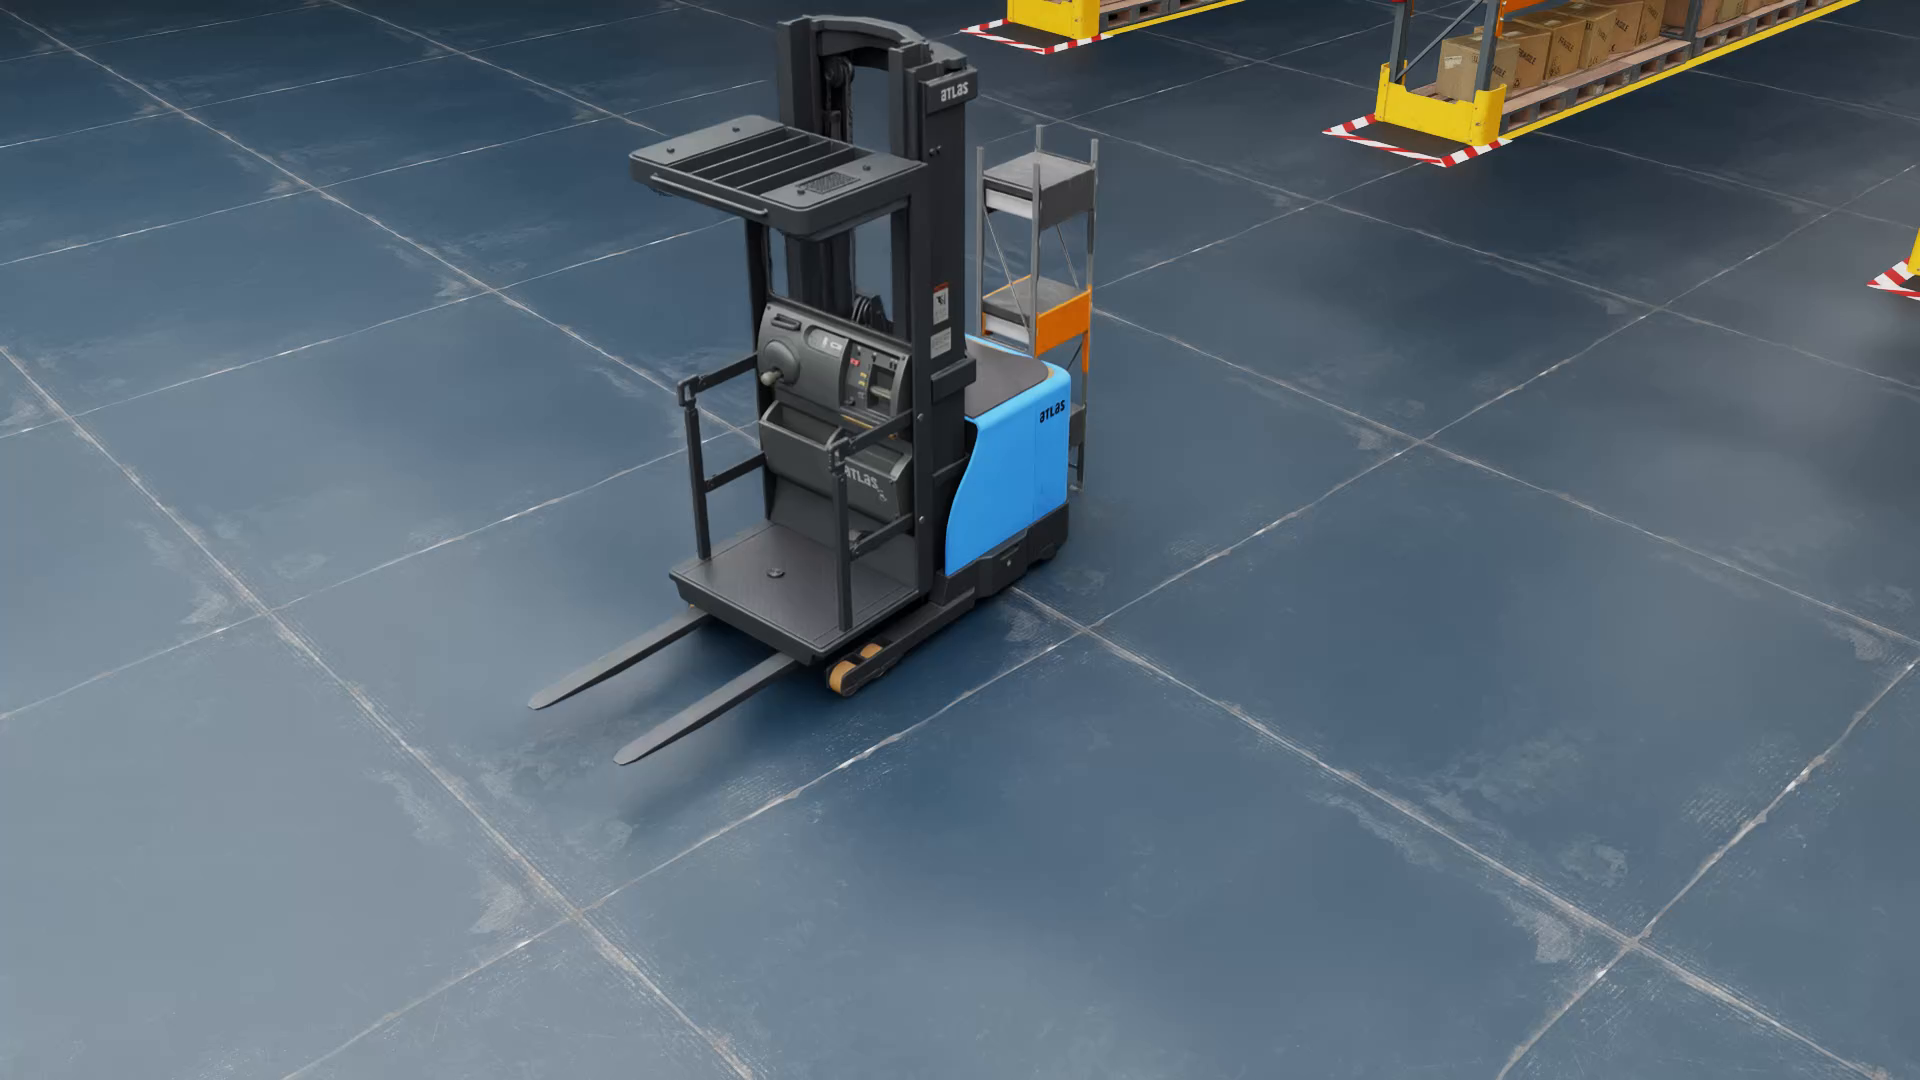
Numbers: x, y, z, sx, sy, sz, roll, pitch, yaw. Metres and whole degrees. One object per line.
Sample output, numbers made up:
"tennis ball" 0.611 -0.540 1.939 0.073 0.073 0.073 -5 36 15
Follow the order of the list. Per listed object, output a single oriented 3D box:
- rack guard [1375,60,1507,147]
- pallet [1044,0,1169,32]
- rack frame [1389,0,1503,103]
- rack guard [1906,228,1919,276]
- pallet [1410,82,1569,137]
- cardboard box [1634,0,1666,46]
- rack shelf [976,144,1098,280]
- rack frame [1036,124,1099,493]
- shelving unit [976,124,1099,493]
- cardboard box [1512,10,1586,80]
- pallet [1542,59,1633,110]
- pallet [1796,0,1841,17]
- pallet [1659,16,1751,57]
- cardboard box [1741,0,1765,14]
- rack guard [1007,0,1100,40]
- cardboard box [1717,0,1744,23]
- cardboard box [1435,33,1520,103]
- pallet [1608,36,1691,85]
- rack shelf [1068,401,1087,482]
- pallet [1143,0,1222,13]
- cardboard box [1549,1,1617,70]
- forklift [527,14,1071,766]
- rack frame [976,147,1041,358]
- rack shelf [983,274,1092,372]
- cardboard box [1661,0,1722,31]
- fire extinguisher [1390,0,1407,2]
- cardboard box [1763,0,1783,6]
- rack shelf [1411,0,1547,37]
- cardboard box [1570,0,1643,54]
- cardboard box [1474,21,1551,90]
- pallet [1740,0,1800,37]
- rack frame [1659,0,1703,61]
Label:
"rack guard" 4.434 -4.053 15.399 0.348 0.500 1.175 -26 40 -35
"pallet" 1.634 -6.129 19.070 1.213 0.211 1.003 -26 40 -35
"rack frame" 4.379 -5.093 14.703 0.127 3.000 1.000 -26 40 -35
"rack guard" 7.659 -2.084 12.180 0.348 0.500 1.175 -26 40 -35
"pallet" 5.054 -4.205 15.924 1.213 0.211 1.003 -26 40 -35
"cardboard box" 6.991 -5.498 17.359 0.500 0.500 0.500 -27 41 -37
"rack shelf" 0.404 -1.731 8.753 0.431 0.518 0.480 24 39 34
"rack frame" 0.562 -1.243 9.270 0.400 2.100 0.015 24 39 34
"shelving unit" 0.404 -1.146 9.111 0.431 2.100 0.503 24 39 34
"cardboard box" 5.735 -4.860 16.317 0.500 0.500 0.500 -22 38 -31
"pallet" 5.948 -4.635 16.628 1.213 0.211 1.003 -26 40 -35
"pallet" 9.671 -6.464 19.619 1.213 0.211 1.003 -26 40 -35
"pallet" 7.882 -5.599 18.203 1.213 0.211 1.003 -26 40 -35
"cardboard box" 8.549 -6.203 18.493 0.700 0.500 0.500 25 40 35
"rack guard" 1.035 -5.966 18.527 0.348 0.500 1.175 -26 40 -35
"cardboard box" 8.139 -6.004 18.168 0.500 0.500 0.700 -26 40 -36
"cardboard box" 4.848 -4.420 15.597 0.500 0.500 0.500 -18 36 -27
"pallet" 6.843 -5.070 17.339 1.213 0.211 1.003 -26 40 -35
"rack shelf" 0.404 -0.537 9.483 0.431 0.518 0.480 24 39 34
"pallet" 2.528 -6.559 19.775 1.213 0.211 1.003 -26 40 -35
"cardboard box" 6.175 -5.041 16.613 0.500 0.500 0.500 25 39 35
"forklift" -0.744 -0.795 7.741 1.130 2.935 3.031 24 39 34
"rack frame" 0.245 -1.049 8.953 0.400 2.100 0.015 24 39 34
"rack shelf" 0.404 -1.134 9.118 0.431 0.518 0.480 24 39 34
"cardboard box" 7.777 -5.842 17.903 0.700 0.500 0.500 26 40 35
"fire extinguisher" 3.981 -5.195 14.945 0.183 0.674 0.296 -26 40 -35
"cardboard box" 8.958 -6.401 18.817 0.500 0.500 0.700 -22 38 -32
"rack shelf" 5.845 -5.495 16.051 4.000 0.370 1.077 -26 40 -35
"cardboard box" 6.576 -5.292 17.022 0.500 0.500 0.500 -13 34 -21
"cardboard box" 5.263 -4.646 15.966 0.500 0.500 0.500 -15 35 -23
"pallet" 8.777 -6.033 18.915 1.213 0.211 1.003 -26 40 -35
"rack frame" 7.312 -6.511 17.023 0.127 3.000 1.000 -26 40 -35
